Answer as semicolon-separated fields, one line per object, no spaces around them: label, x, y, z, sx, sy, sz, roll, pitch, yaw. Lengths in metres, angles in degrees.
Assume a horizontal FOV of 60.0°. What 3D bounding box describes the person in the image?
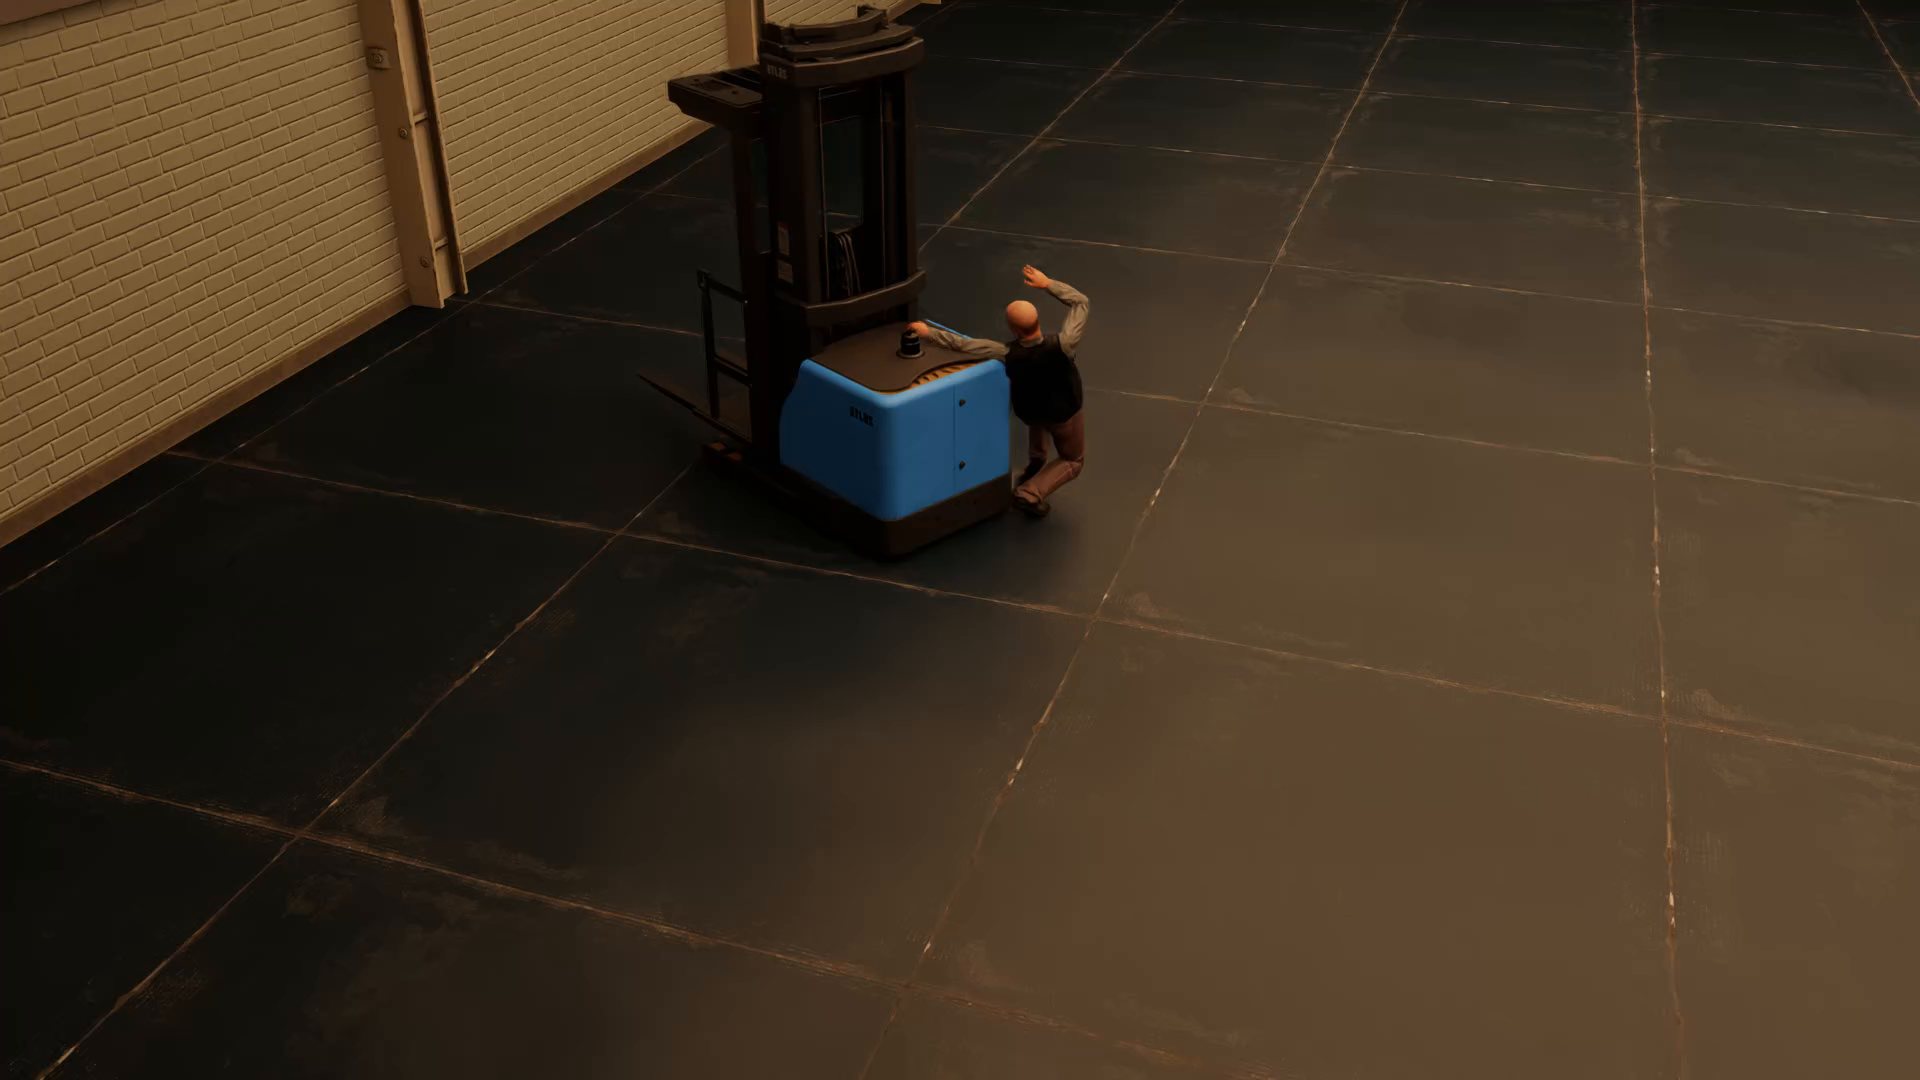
person;0.280;-0.977;10.310;1.065;1.545;0.873;12;32;21

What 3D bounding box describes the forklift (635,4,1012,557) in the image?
forklift;-1.036;-1.823;10.334;1.130;2.935;3.031;-24;37;-35
